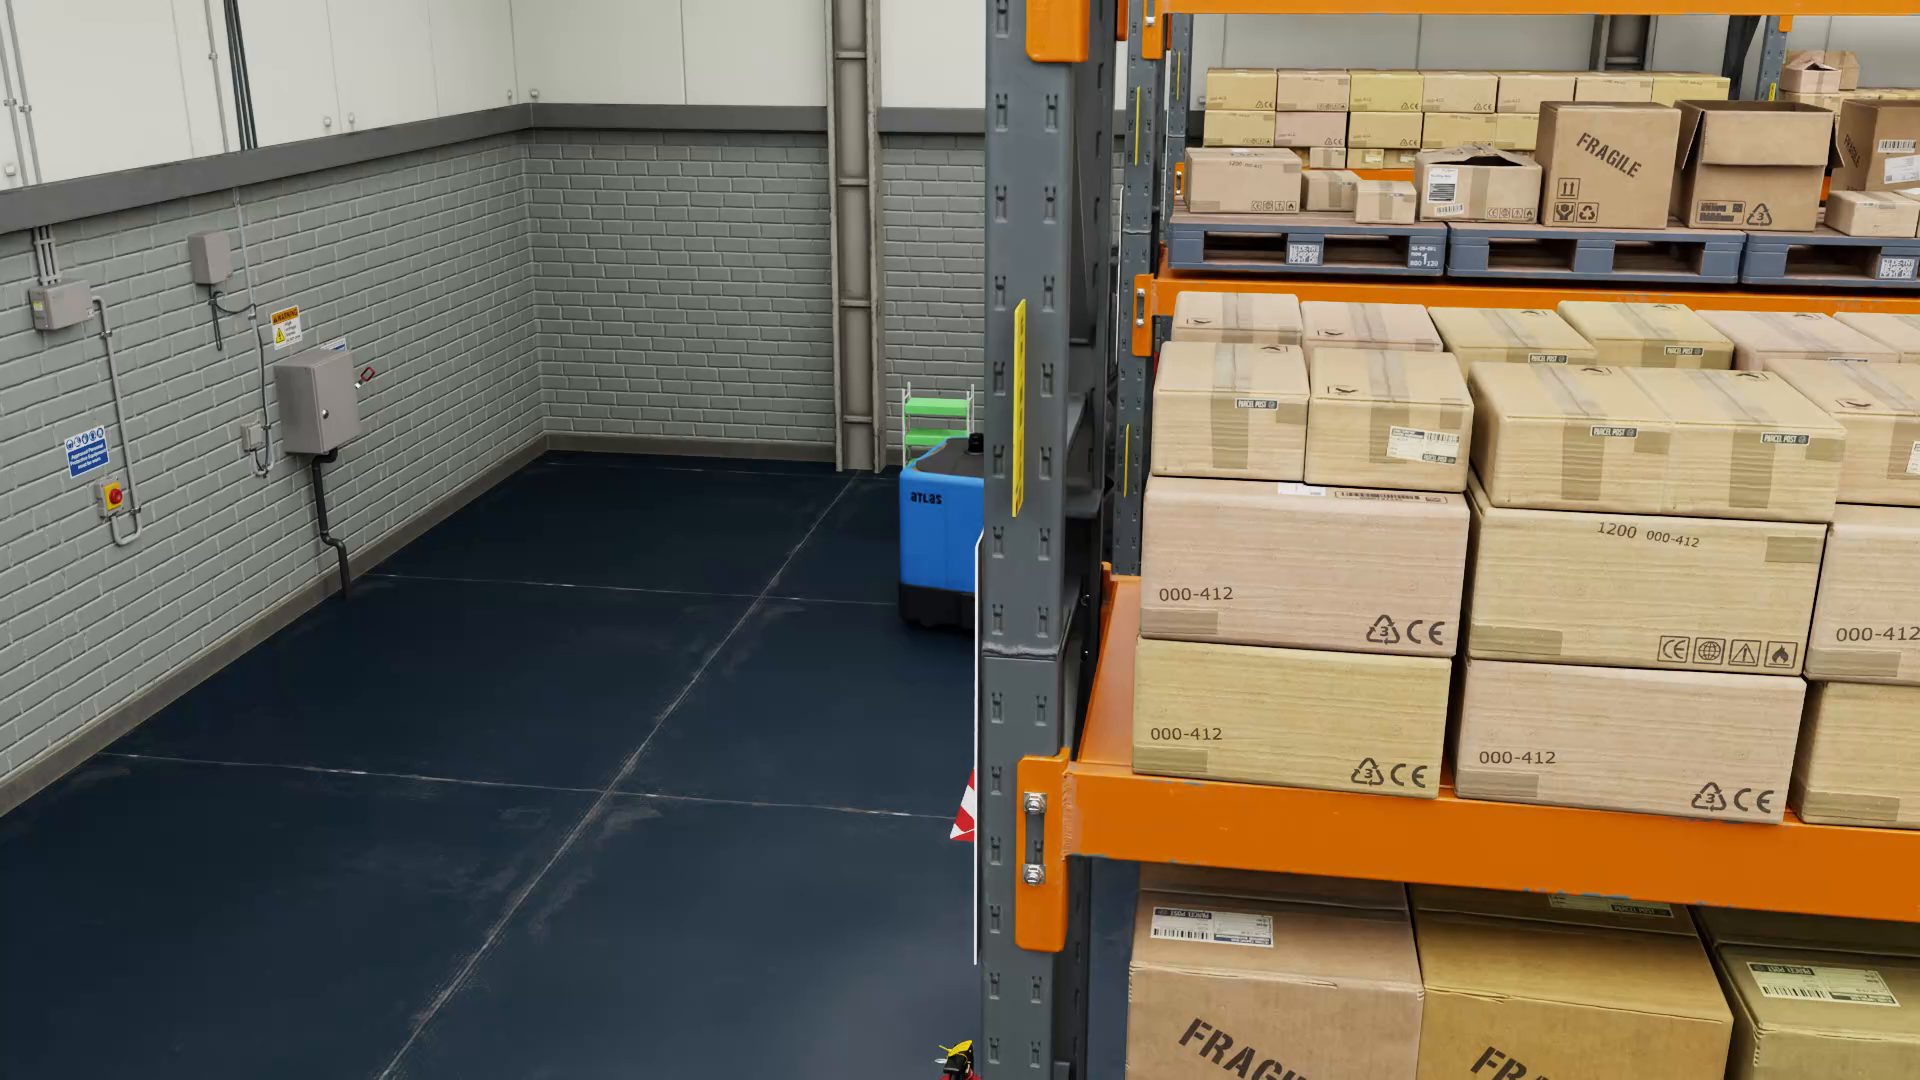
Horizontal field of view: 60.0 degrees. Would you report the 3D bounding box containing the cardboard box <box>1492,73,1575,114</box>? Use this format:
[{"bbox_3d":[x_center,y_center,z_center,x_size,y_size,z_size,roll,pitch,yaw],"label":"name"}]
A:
[{"bbox_3d":[4.058,-3.177,11.823,0.500,0.250,0.500,3,19,10],"label":"cardboard box"}]

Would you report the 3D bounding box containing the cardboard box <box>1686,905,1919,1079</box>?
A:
[{"bbox_3d":[1.588,0.963,2.996,0.500,0.500,0.500,2,19,7],"label":"cardboard box"}]

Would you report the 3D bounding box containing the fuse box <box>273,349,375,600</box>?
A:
[{"bbox_3d":[-4.230,-0.409,11.328,0.414,1.711,0.539,3,19,9],"label":"fuse box"}]

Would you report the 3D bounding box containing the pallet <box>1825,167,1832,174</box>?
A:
[{"bbox_3d":[6.229,-2.725,11.789,1.003,0.211,1.213,3,19,9],"label":"pallet"}]

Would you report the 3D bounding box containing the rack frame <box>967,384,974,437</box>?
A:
[{"bbox_3d":[0.077,-0.565,12.601,0.015,1.200,0.240,3,19,9],"label":"rack frame"}]

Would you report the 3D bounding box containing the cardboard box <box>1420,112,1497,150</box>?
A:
[{"bbox_3d":[3.565,-2.965,11.977,0.500,0.250,0.500,3,19,8],"label":"cardboard box"}]

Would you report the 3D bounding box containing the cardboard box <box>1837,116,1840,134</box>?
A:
[{"bbox_3d":[6.078,-2.833,11.392,0.250,0.149,0.380,3,19,9],"label":"cardboard box"}]

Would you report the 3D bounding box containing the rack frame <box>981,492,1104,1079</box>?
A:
[{"bbox_3d":[0.178,1.463,3.702,0.127,3.000,1.000,3,19,9],"label":"rack frame"}]

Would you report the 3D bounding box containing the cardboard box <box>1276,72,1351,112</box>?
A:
[{"bbox_3d":[2.544,-3.245,12.026,0.500,0.250,0.500,3,19,8],"label":"cardboard box"}]

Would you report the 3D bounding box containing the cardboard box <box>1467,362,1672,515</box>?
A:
[{"bbox_3d":[0.967,-0.172,2.681,0.250,0.149,0.380,3,19,9],"label":"cardboard box"}]

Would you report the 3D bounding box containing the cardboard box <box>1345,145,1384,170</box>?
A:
[{"bbox_3d":[2.928,-2.783,12.063,0.250,0.149,0.380,3,19,8],"label":"cardboard box"}]

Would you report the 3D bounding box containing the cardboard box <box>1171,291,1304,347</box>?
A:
[{"bbox_3d":[0.553,-0.390,3.333,0.250,0.149,0.380,3,19,8],"label":"cardboard box"}]

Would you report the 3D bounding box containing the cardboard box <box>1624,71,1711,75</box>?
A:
[{"bbox_3d":[5.153,-3.290,12.161,0.500,0.250,0.500,3,19,8],"label":"cardboard box"}]

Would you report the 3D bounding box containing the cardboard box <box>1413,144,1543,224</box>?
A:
[{"bbox_3d":[2.333,-1.628,7.536,0.500,0.311,0.500,3,19,10],"label":"cardboard box"}]

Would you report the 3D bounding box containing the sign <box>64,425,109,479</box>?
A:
[{"bbox_3d":[-4.776,-0.485,9.100,0.001,0.218,0.327,3,19,9],"label":"sign"}]

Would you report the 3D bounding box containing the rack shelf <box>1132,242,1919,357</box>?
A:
[{"bbox_3d":[2.838,-1.073,7.690,4.000,0.370,1.077,3,19,9],"label":"rack shelf"}]

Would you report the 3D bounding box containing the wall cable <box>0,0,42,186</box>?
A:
[{"bbox_3d":[-4.798,-3.136,7.992,0.029,3.000,0.463,3,19,9],"label":"wall cable"}]

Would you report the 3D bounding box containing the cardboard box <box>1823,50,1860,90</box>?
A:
[{"bbox_3d":[6.176,-3.337,11.777,0.258,0.266,0.396,3,19,9],"label":"cardboard box"}]

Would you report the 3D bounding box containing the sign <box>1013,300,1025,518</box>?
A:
[{"bbox_3d":[0.092,-0.204,2.580,0.005,0.325,0.100,3,19,9],"label":"sign"}]

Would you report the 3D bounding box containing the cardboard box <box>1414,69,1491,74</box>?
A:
[{"bbox_3d":[3.644,-3.360,12.369,0.500,0.250,0.500,3,19,9],"label":"cardboard box"}]

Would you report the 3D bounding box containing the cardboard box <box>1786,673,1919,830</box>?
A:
[{"bbox_3d":[1.611,0.264,2.795,0.500,0.250,0.500,2,19,7],"label":"cardboard box"}]

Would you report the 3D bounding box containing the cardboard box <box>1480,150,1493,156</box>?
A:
[{"bbox_3d":[3.670,-2.744,11.944,0.250,0.149,0.380,3,19,10],"label":"cardboard box"}]

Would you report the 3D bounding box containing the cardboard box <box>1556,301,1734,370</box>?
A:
[{"bbox_3d":[1.312,-0.354,3.228,0.250,0.149,0.380,3,19,10],"label":"cardboard box"}]

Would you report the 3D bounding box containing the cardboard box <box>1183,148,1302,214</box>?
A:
[{"bbox_3d":[1.322,-1.696,7.834,0.500,0.250,0.500,1,19,4],"label":"cardboard box"}]

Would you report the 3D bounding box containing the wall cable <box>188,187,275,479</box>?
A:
[{"bbox_3d":[-4.494,-1.296,10.347,0.122,1.984,0.588,3,19,9],"label":"wall cable"}]

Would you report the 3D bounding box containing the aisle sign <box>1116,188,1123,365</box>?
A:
[{"bbox_3d":[0.746,-1.238,7.679,0.004,0.787,0.394,3,19,9],"label":"aisle sign"}]

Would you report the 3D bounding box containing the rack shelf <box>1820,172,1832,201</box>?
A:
[{"bbox_3d":[7.571,-2.427,11.736,4.000,0.370,1.077,3,19,9],"label":"rack shelf"}]

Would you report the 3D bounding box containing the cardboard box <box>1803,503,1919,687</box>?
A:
[{"bbox_3d":[1.583,0.033,2.697,0.500,0.250,0.500,3,19,9],"label":"cardboard box"}]

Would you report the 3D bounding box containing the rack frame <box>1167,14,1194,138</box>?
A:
[{"bbox_3d":[1.647,-4.493,12.049,0.127,3.000,1.000,3,19,9],"label":"rack frame"}]

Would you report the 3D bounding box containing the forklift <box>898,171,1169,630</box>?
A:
[{"bbox_3d":[1.164,-0.805,10.589,3.031,2.935,1.130,6,20,19],"label":"forklift"}]

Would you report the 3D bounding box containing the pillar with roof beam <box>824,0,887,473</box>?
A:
[{"bbox_3d":[-1.555,-3.562,9.267,0.400,9.000,9.100,3,19,9],"label":"pillar with roof beam"}]

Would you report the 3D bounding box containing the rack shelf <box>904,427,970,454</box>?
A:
[{"bbox_3d":[-0.163,-0.744,12.582,0.480,0.148,0.258,3,19,9],"label":"rack shelf"}]

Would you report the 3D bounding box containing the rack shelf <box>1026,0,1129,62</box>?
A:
[{"bbox_3d":[2.153,-0.938,2.564,4.000,0.370,1.077,3,19,9],"label":"rack shelf"}]

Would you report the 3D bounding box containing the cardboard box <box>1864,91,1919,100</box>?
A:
[{"bbox_3d":[6.340,-2.968,11.326,0.250,0.149,0.380,3,19,8],"label":"cardboard box"}]

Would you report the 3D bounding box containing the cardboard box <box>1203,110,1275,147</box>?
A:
[{"bbox_3d":[2.042,-3.032,12.179,0.500,0.250,0.500,3,19,8],"label":"cardboard box"}]

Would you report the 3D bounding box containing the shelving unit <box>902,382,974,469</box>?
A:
[{"bbox_3d":[-0.163,-0.577,12.638,0.503,1.200,0.258,3,19,9],"label":"shelving unit"}]

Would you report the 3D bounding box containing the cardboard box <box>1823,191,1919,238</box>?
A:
[{"bbox_3d":[3.870,-1.386,7.068,0.250,0.149,0.380,3,19,10],"label":"cardboard box"}]

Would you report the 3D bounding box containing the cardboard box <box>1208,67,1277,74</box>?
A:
[{"bbox_3d":[2.130,-3.442,12.616,0.500,0.250,0.500,2,19,7],"label":"cardboard box"}]

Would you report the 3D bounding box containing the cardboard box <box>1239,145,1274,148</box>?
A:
[{"bbox_3d":[2.188,-2.857,12.284,0.250,0.149,0.380,3,19,10],"label":"cardboard box"}]
